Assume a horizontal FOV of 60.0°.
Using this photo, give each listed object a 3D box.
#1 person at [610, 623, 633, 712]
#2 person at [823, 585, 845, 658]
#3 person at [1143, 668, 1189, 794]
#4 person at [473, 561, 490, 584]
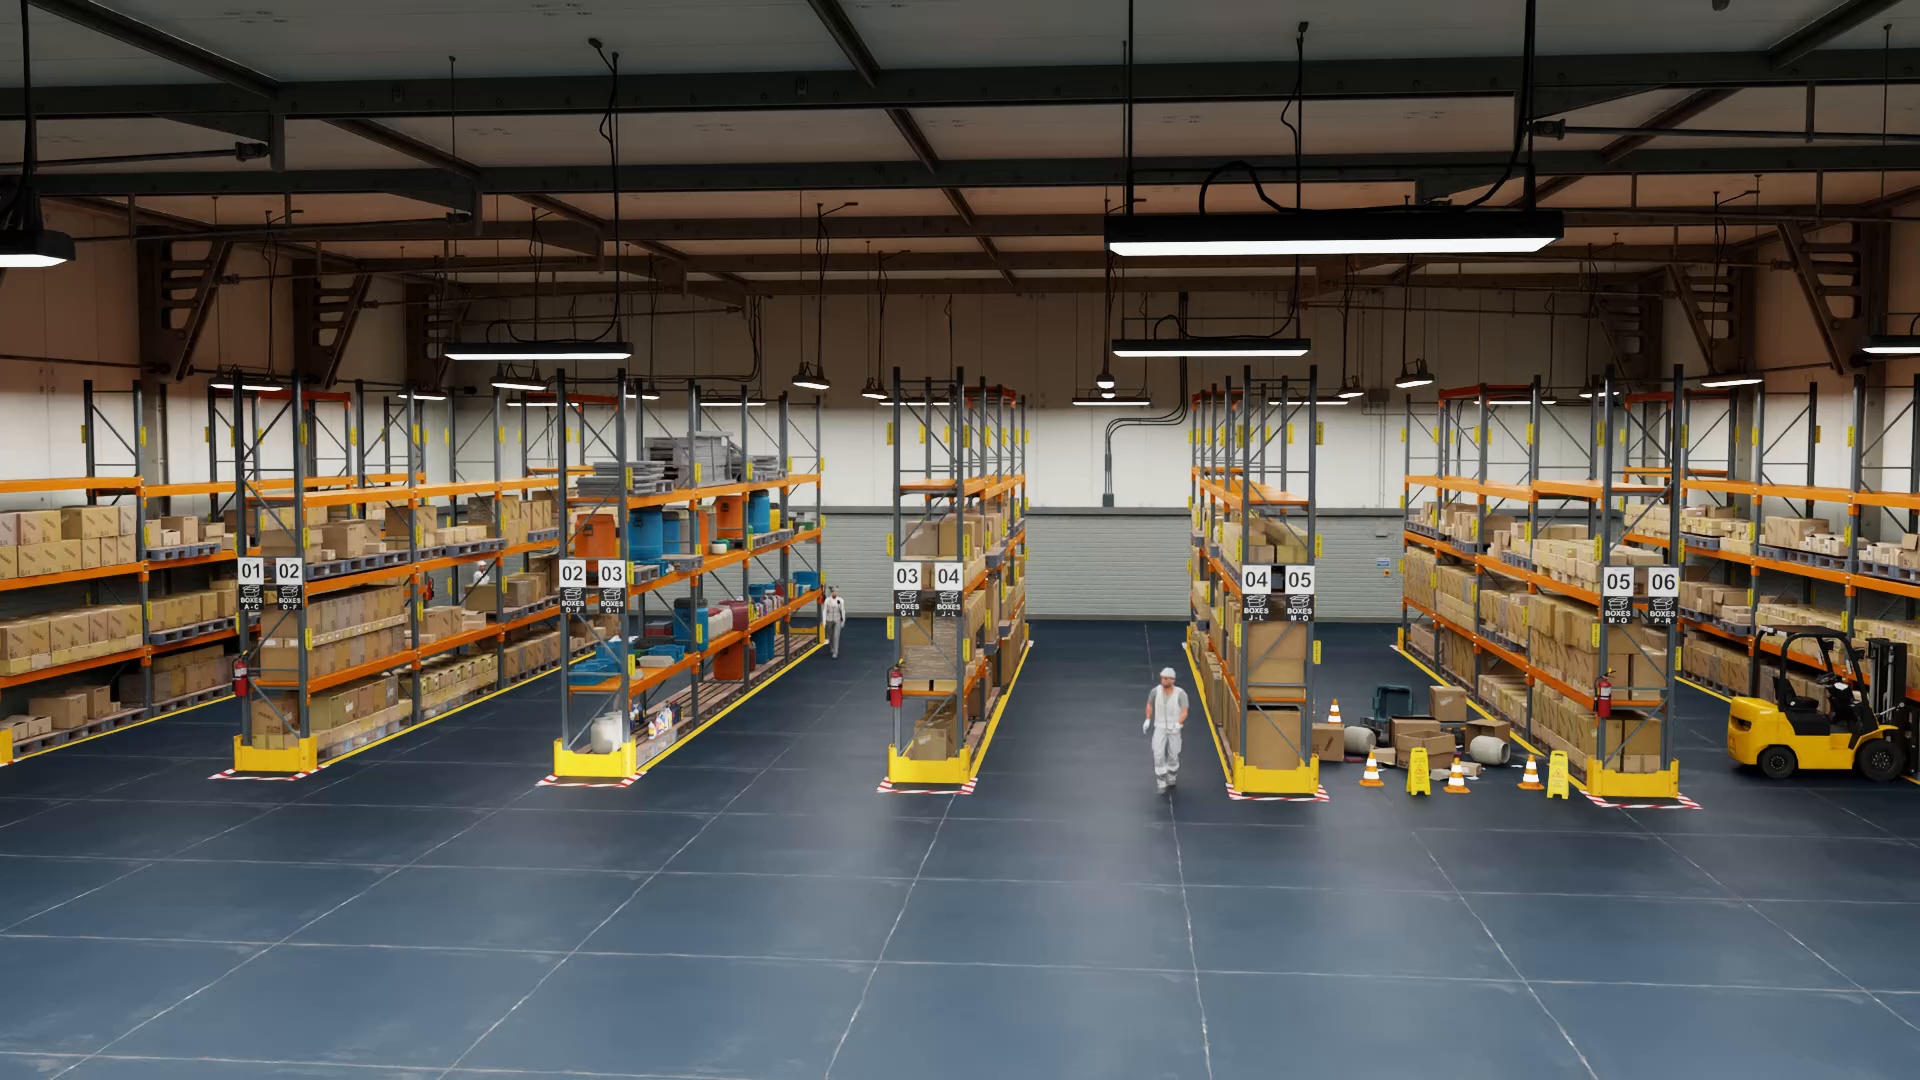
[{"bbox_3d":[-6.162,2.317,30.065,0.539,1.659,0.807,0,4,0],"label":"person"},{"bbox_3d":[-2.860,1.825,37.698,0.486,1.623,1.049,0,4,4],"label":"person"},{"bbox_3d":[2.904,2.713,23.514,0.666,1.844,0.758,1,4,17],"label":"person"},{"bbox_3d":[-12.521,1.415,43.342,0.768,1.770,0.535,0,4,4],"label":"person"}]
